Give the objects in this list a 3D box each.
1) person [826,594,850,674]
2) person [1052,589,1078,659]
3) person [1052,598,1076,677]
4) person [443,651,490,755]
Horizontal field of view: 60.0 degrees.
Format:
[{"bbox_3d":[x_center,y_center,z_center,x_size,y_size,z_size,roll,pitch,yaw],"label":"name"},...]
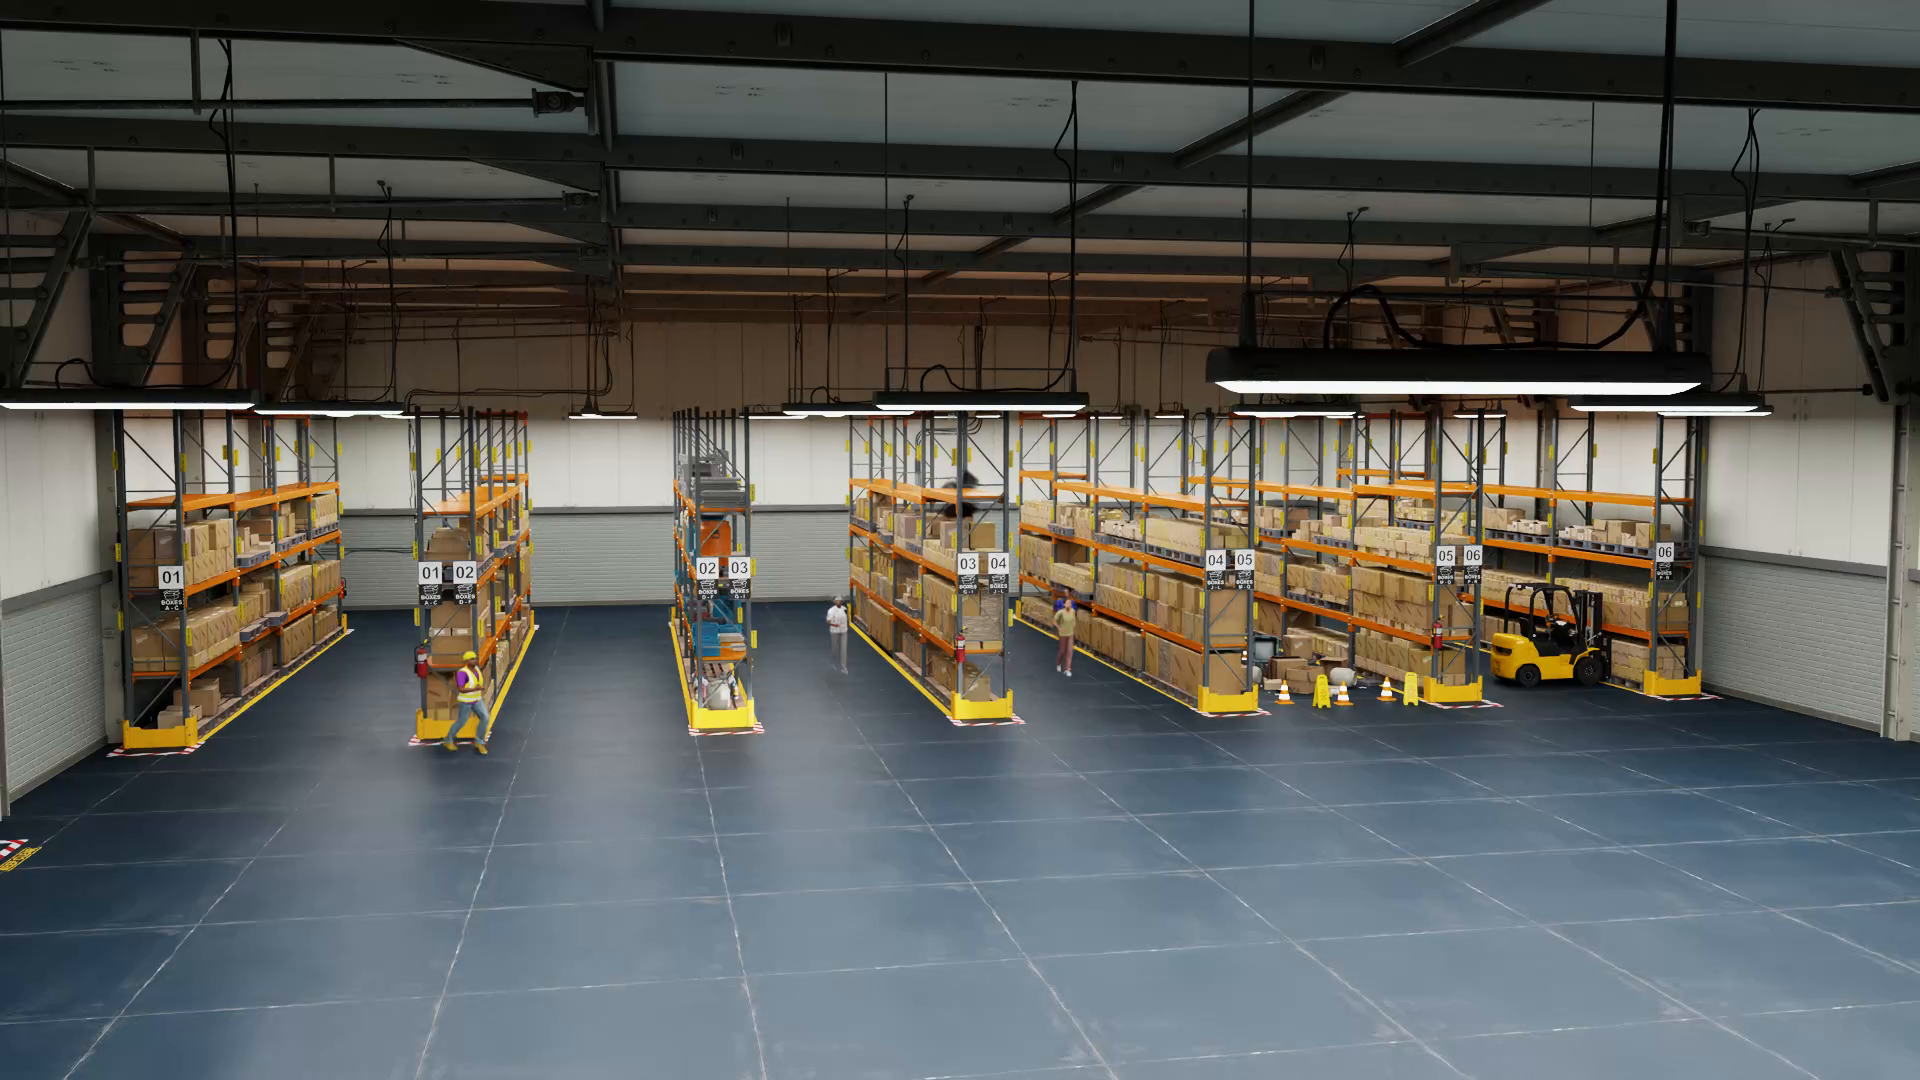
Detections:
[{"bbox_3d":[-2.624,2.023,36.084,0.580,1.705,0.835,-2,4,-25],"label":"person"},{"bbox_3d":[2.442,1.931,38.253,0.586,1.626,0.506,-1,4,-13],"label":"person"},{"bbox_3d":[2.289,2.070,35.906,0.603,1.665,0.815,-2,4,-22],"label":"person"},{"bbox_3d":[-8.464,2.809,28.673,0.900,1.813,0.712,2,4,25],"label":"person"}]
